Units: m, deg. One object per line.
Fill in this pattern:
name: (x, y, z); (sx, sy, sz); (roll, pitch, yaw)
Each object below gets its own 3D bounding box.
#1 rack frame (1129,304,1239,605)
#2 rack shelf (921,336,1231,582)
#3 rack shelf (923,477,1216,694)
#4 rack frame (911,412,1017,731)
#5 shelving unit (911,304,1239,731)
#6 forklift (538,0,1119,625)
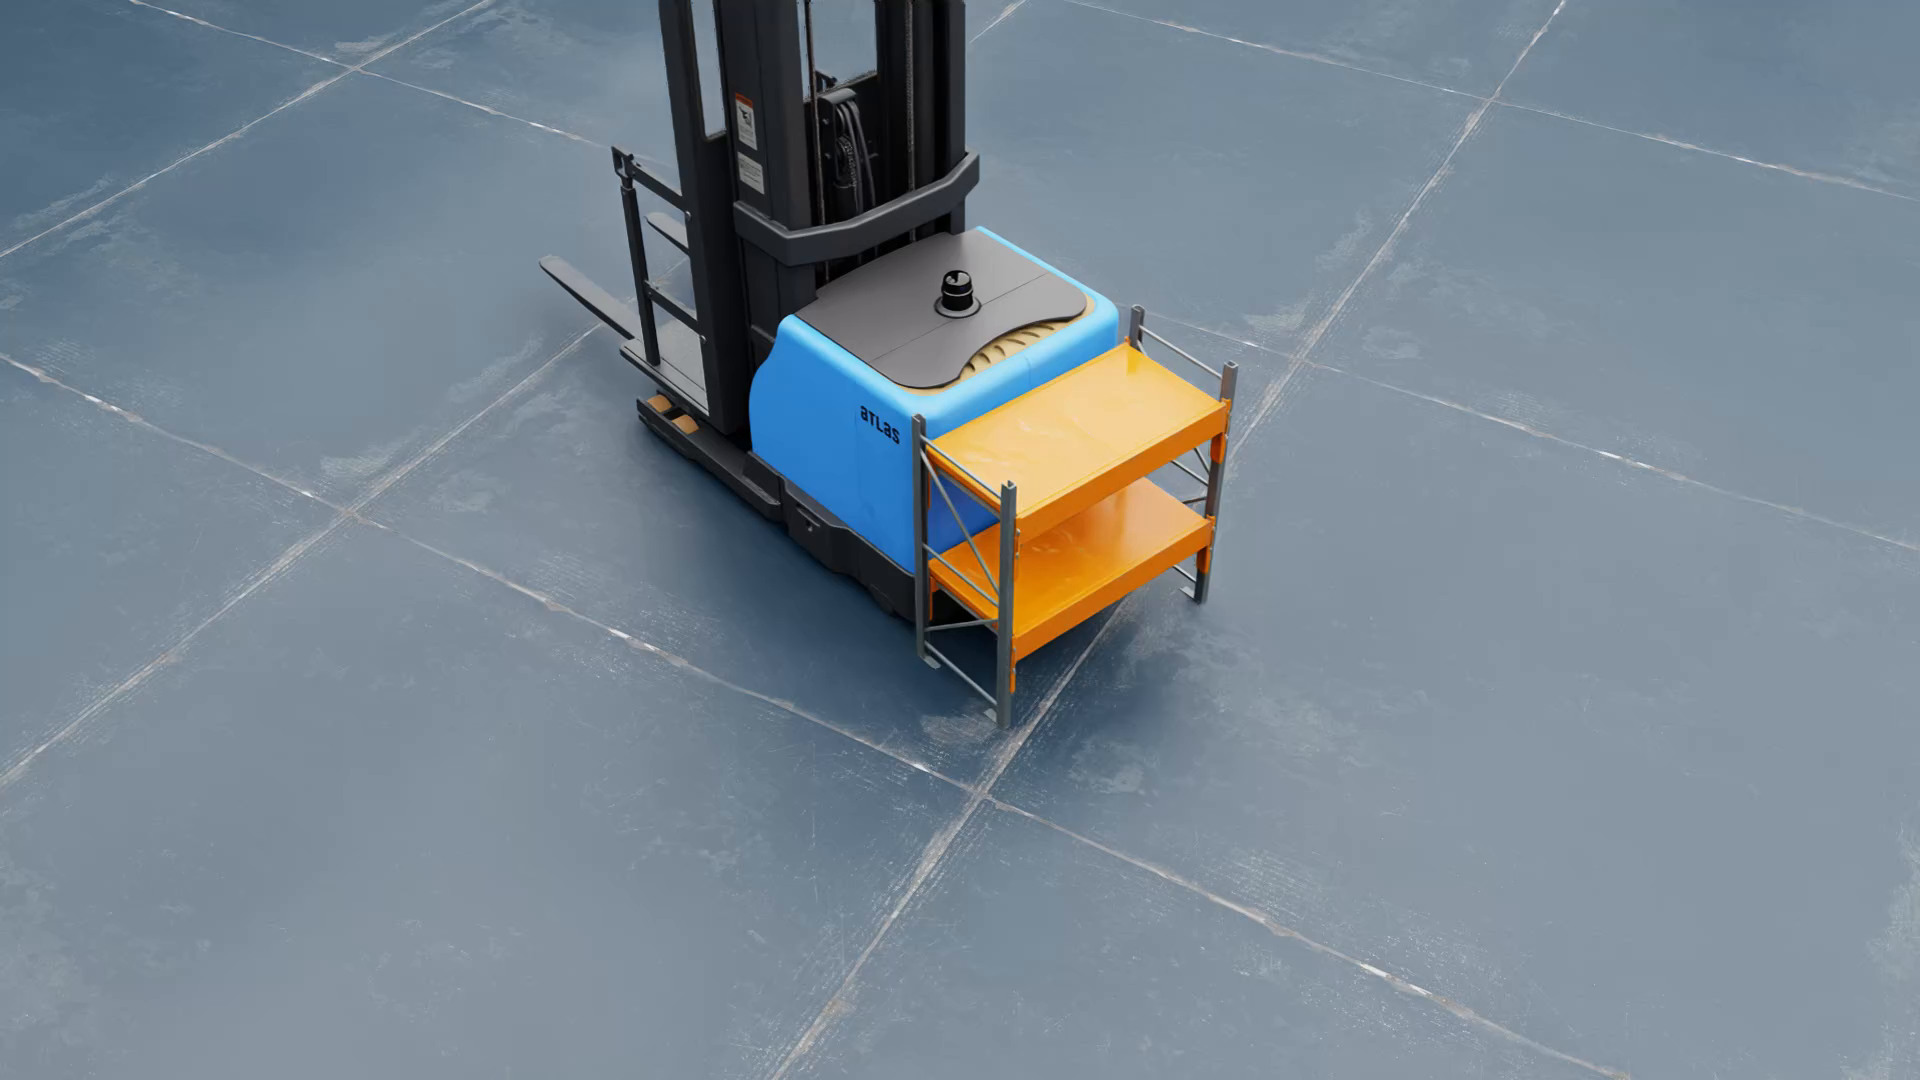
rack frame: (0.789, -0.301, 6.240); (0.032, 1.125, 0.500); (-29, 49, -29)
rack shelf: (0.399, -0.305, 5.803); (1.000, 0.278, 0.538); (-29, 49, -29)
rack shelf: (0.399, 0.098, 6.158); (1.000, 0.278, 0.538); (-29, 49, -29)
rack frame: (0.009, 0.130, 5.752); (0.032, 1.125, 0.500); (-29, 49, -29)
shelving unit: (0.399, -0.086, 5.996); (1.048, 1.125, 0.538); (-29, 49, -29)
forklift: (-0.754, -1.671, 6.430); (1.130, 2.935, 3.031); (-31, 50, -30)
